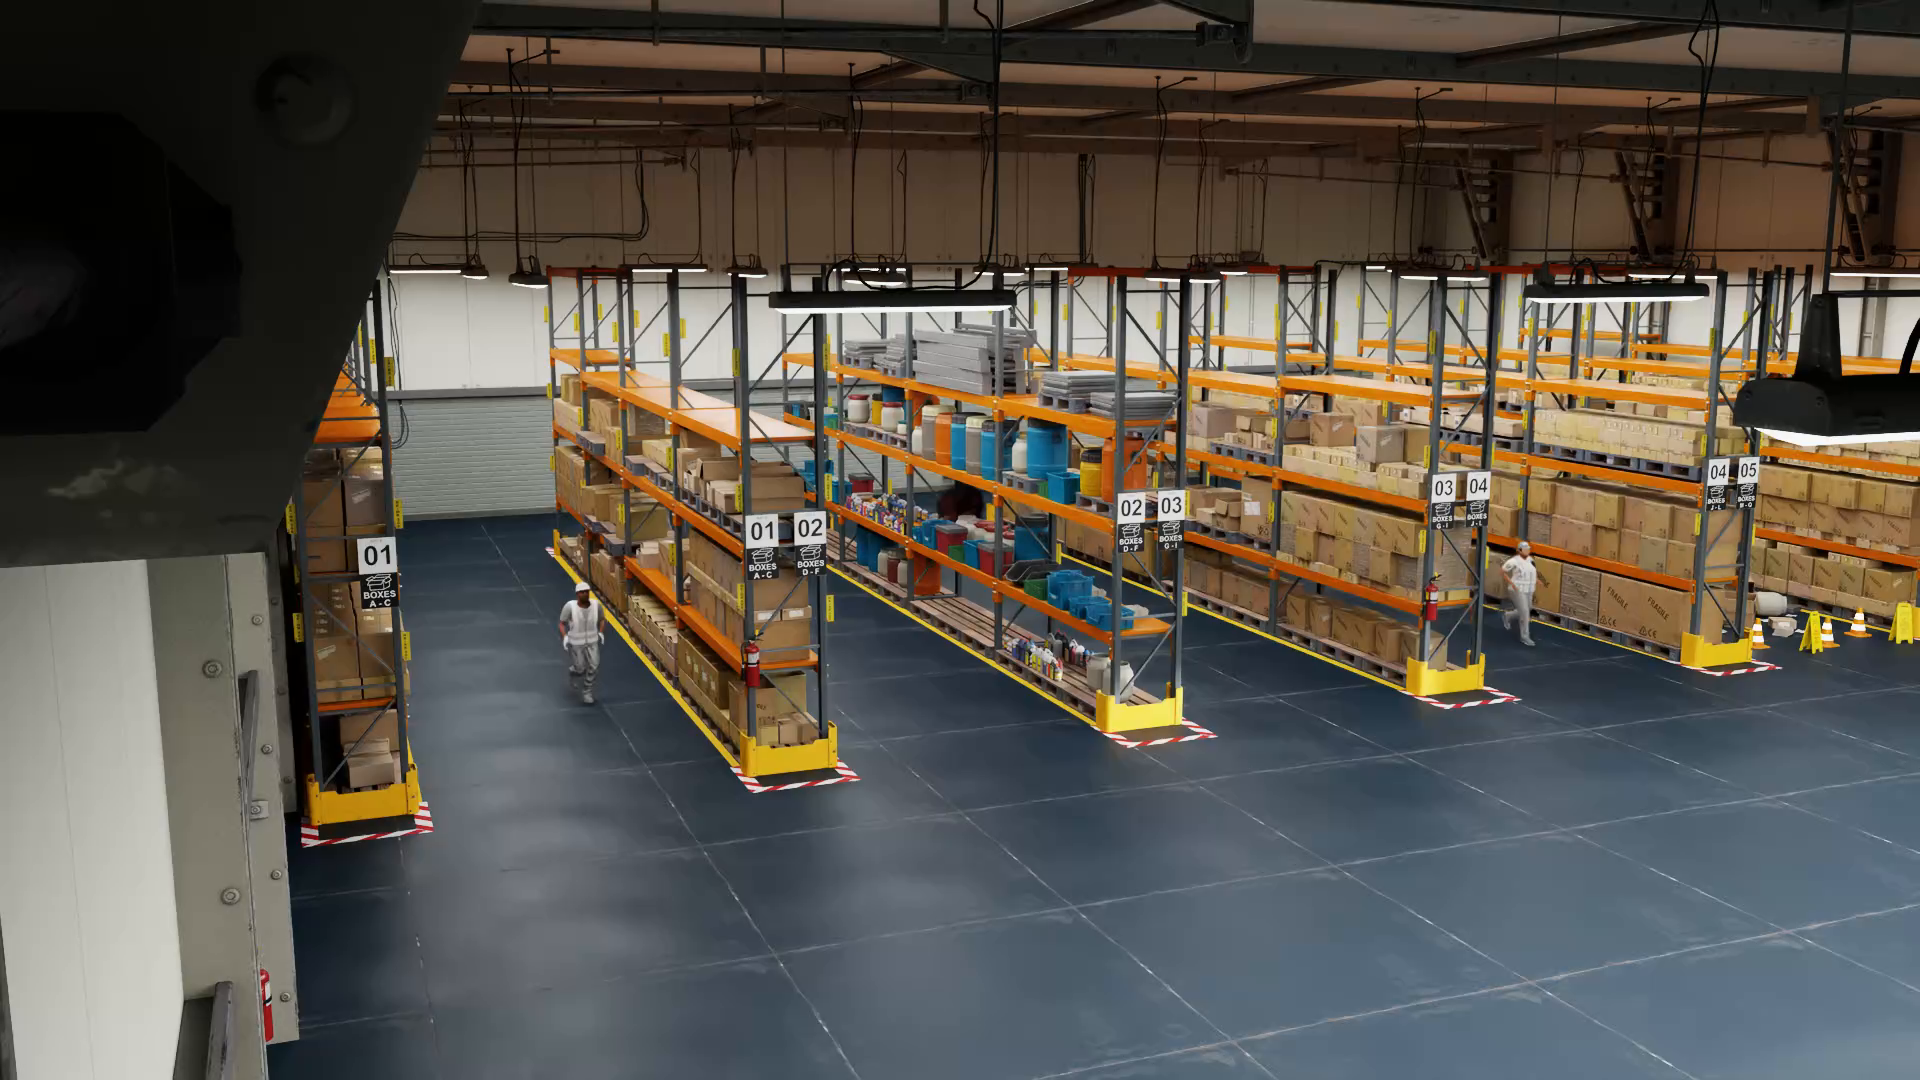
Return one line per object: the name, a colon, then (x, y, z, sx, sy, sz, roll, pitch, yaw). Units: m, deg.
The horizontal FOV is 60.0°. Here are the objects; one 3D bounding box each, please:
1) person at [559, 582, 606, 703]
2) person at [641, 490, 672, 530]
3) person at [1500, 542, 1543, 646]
person: (-5.330, 1.424, 23.525, 0.668, 1.728, 0.639, -5, 11, -27)
person: (-6.562, -0.714, 35.988, 0.885, 1.687, 0.701, 6, 11, 30)
person: (9.146, 0.846, 27.141, 0.607, 1.665, 0.789, -5, 11, -28)
